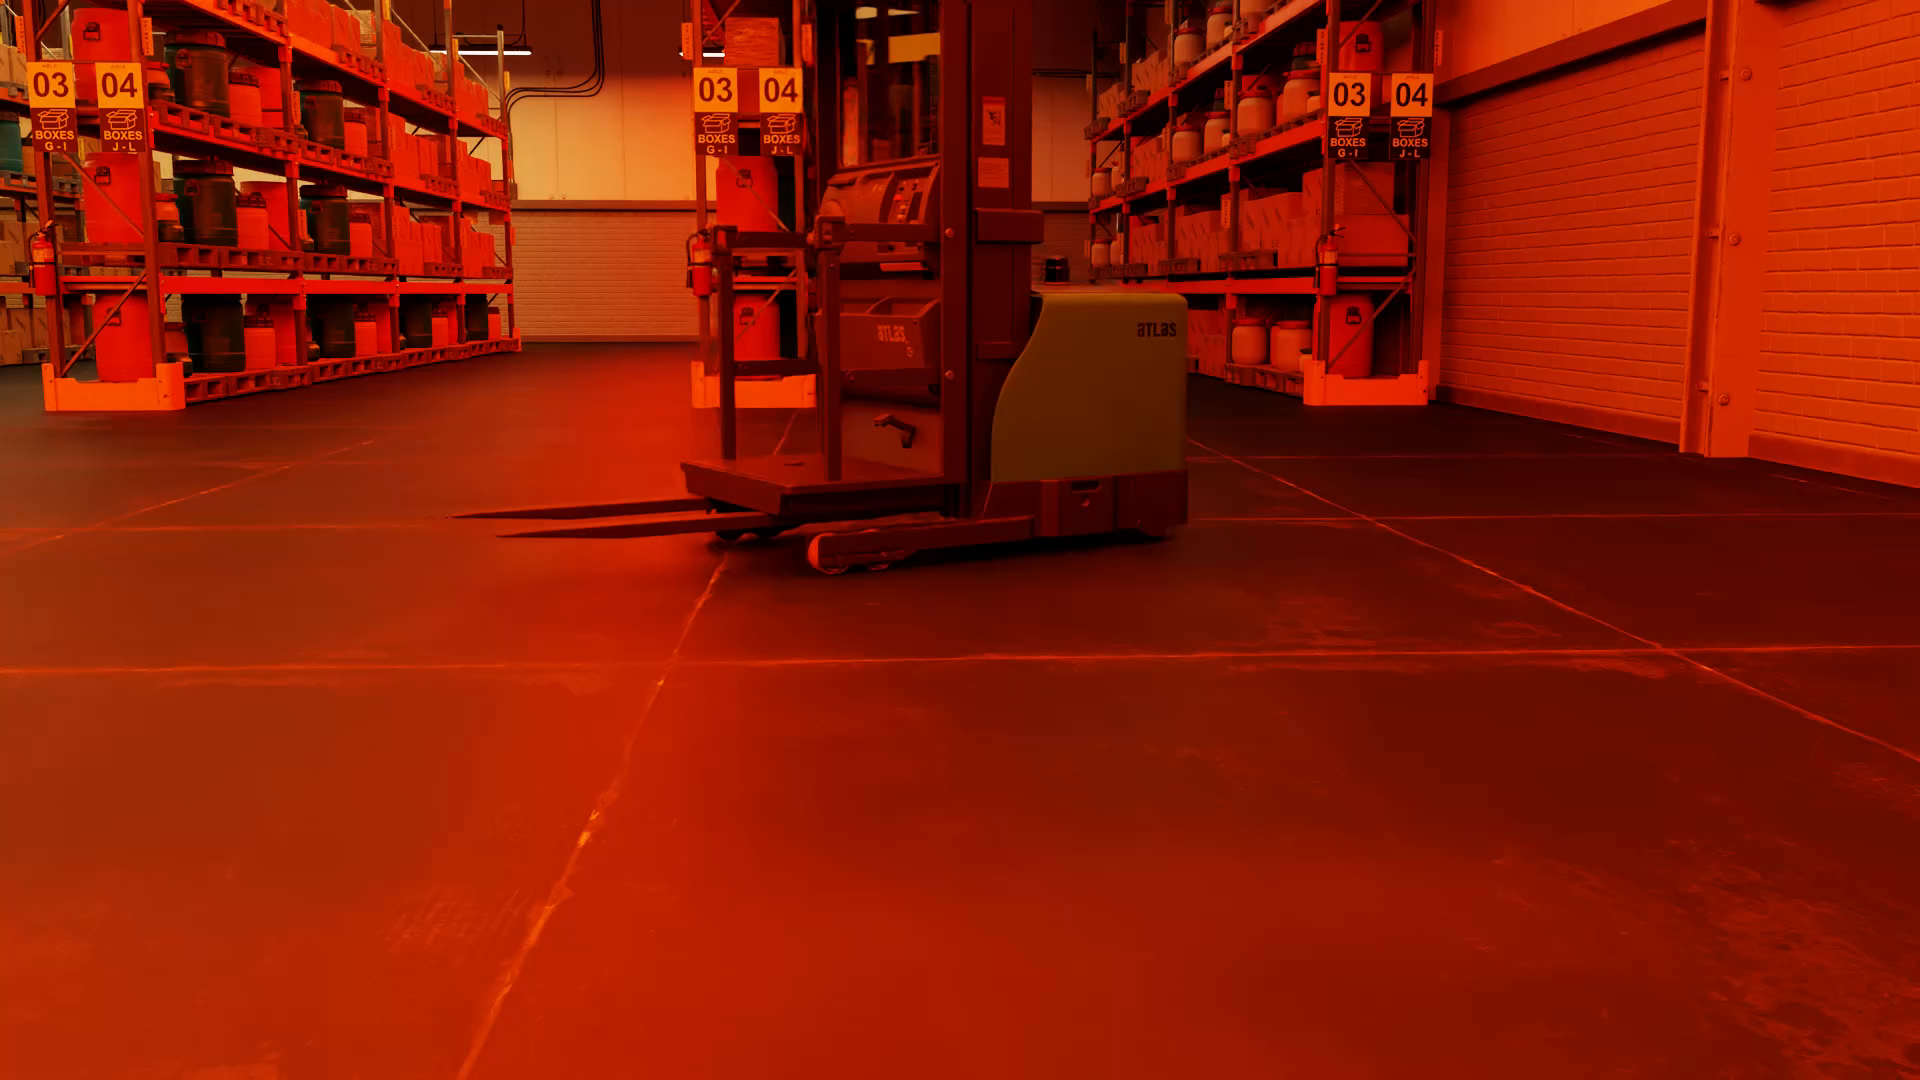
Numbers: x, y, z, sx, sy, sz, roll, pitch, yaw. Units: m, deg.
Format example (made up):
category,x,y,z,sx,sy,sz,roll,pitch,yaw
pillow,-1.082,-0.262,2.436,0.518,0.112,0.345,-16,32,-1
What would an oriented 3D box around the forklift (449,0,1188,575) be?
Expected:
category,x,y,z,sx,sy,sz,roll,pitch,yaw
forklift,-0.521,-1.403,6.779,3.031,2.935,1.130,-5,10,-31
